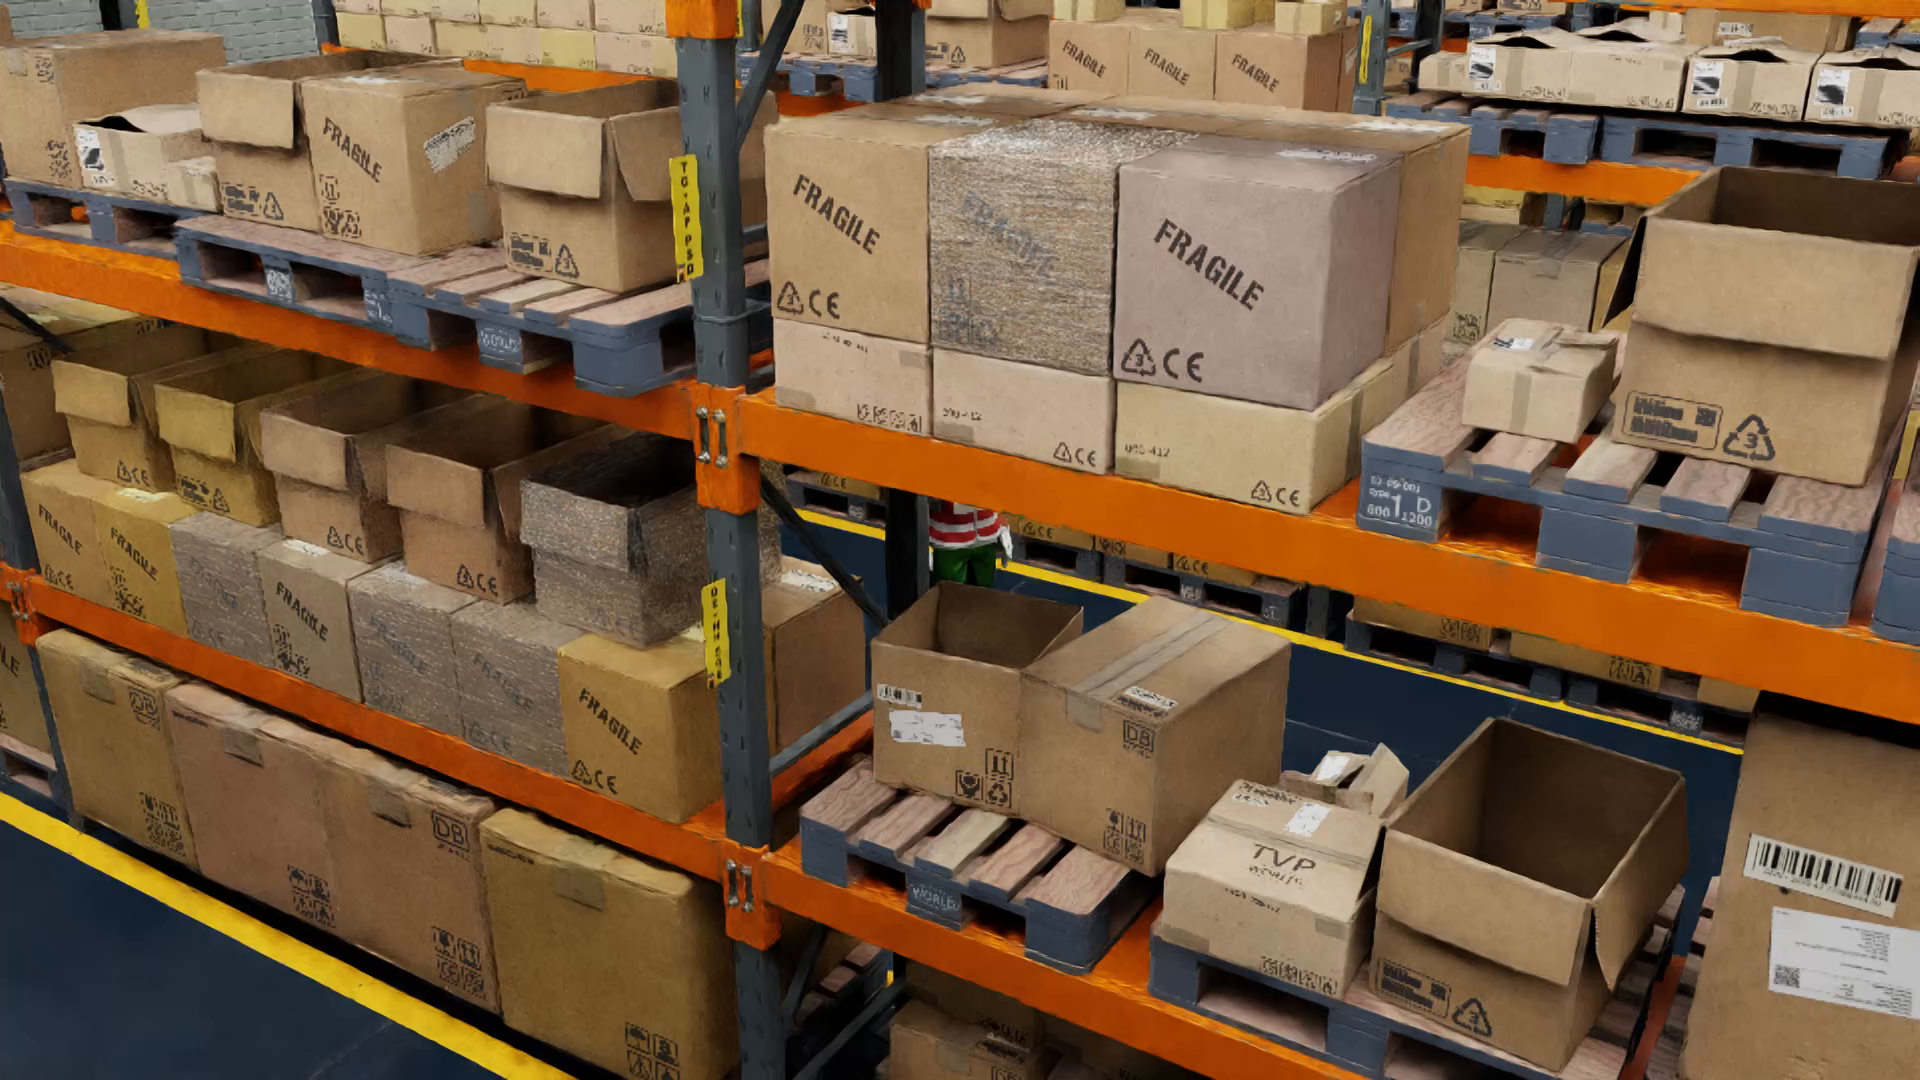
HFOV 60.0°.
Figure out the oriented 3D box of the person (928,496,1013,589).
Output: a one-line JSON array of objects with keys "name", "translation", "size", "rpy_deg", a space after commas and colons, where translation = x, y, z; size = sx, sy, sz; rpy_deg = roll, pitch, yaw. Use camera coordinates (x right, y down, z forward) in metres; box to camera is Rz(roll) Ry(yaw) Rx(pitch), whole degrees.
[{"name": "person", "translation": [0.041, 0.029, 8.481], "size": [0.544, 1.792, 0.585], "rpy_deg": [-13, 26, -29]}]
